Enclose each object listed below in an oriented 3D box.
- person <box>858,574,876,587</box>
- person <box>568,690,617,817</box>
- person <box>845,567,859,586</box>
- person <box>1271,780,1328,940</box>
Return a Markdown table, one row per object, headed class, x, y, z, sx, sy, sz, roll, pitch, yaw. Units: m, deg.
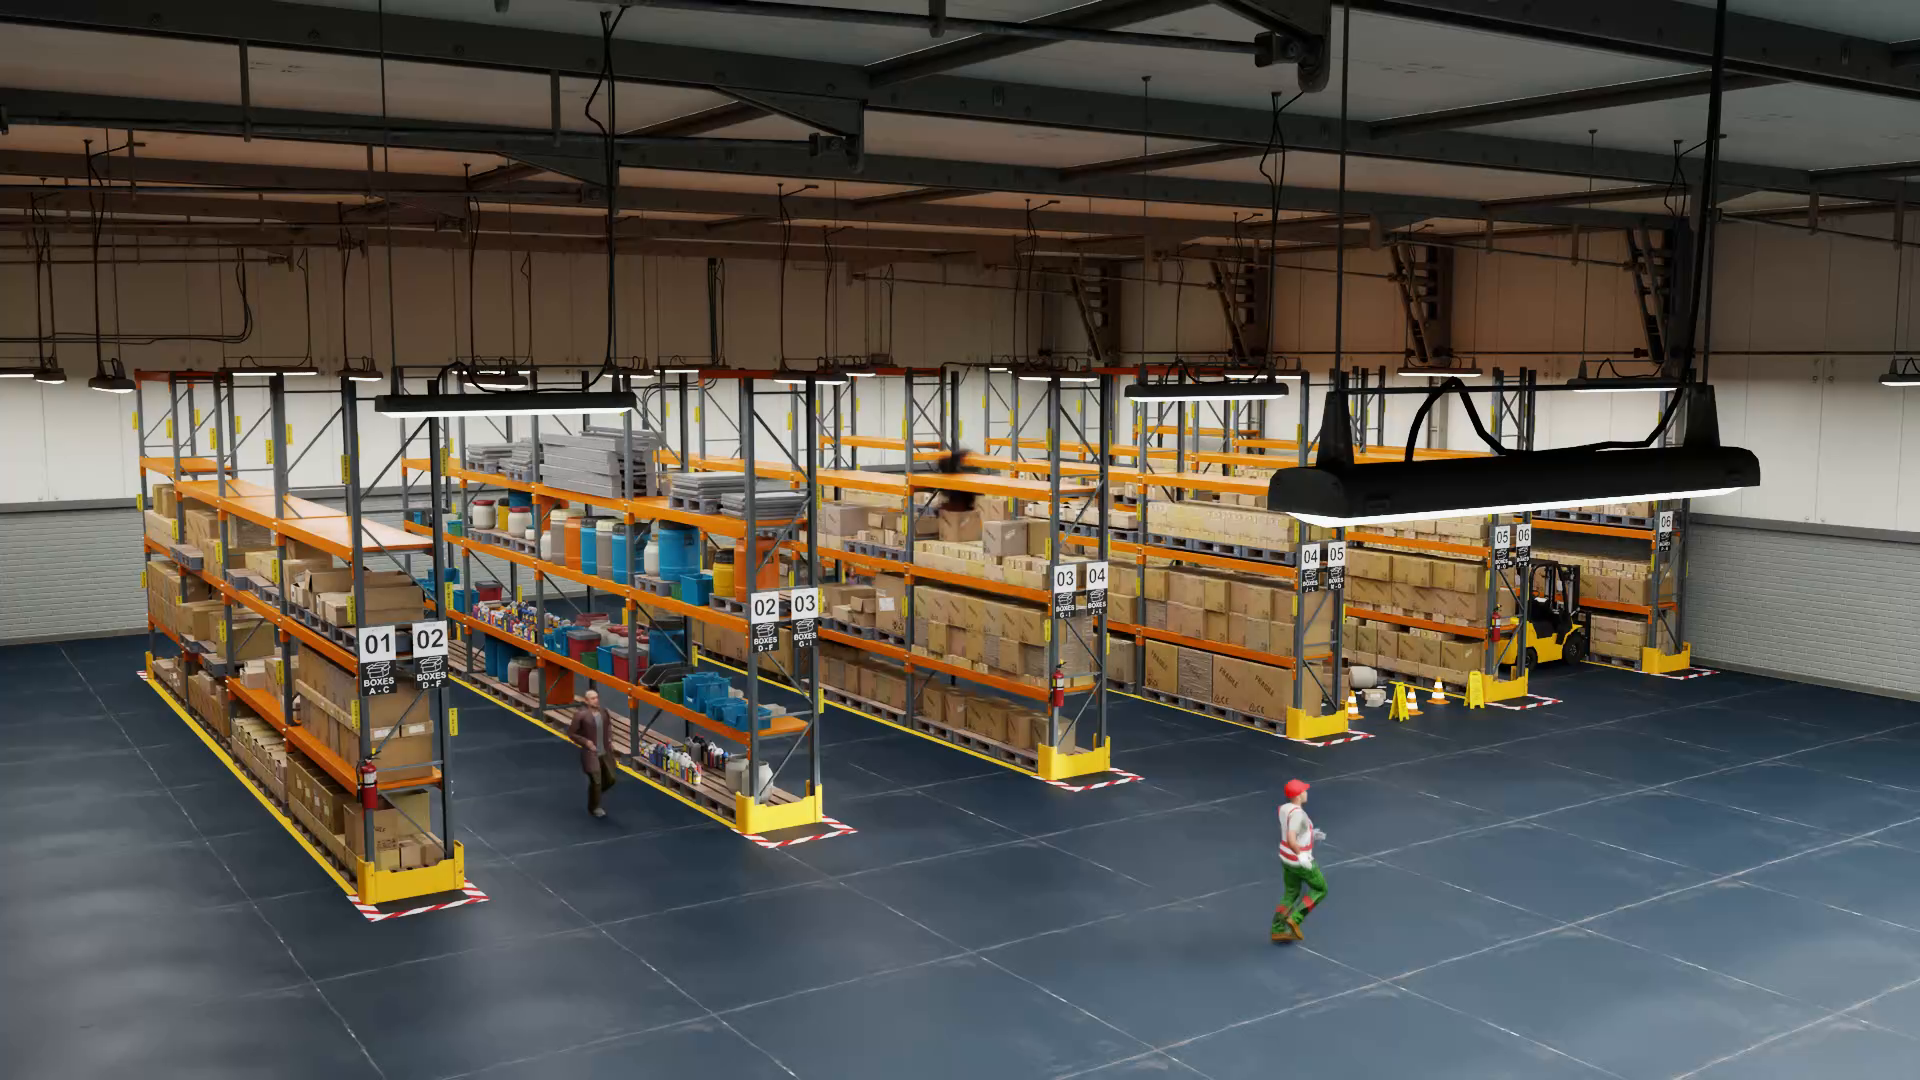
| class | x | y | z | sx | sy | sz | roll | pitch | yaw |
| --- | --- | --- | --- | --- | --- | --- | --- | --- | --- |
| person | -2.413 | 0.727 | 42.322 | 0.842 | 1.697 | 0.669 | 4 | 8 | 31 |
| person | -4.977 | 2.910 | 22.703 | 0.705 | 1.727 | 0.660 | -6 | 9 | -44 |
| person | -2.435 | 1.383 | 36.958 | 0.519 | 1.586 | 0.790 | -5 | 8 | -38 |
| person | 3.667 | 3.429 | 17.865 | 0.650 | 1.743 | 0.646 | -2 | 7 | -16 |
